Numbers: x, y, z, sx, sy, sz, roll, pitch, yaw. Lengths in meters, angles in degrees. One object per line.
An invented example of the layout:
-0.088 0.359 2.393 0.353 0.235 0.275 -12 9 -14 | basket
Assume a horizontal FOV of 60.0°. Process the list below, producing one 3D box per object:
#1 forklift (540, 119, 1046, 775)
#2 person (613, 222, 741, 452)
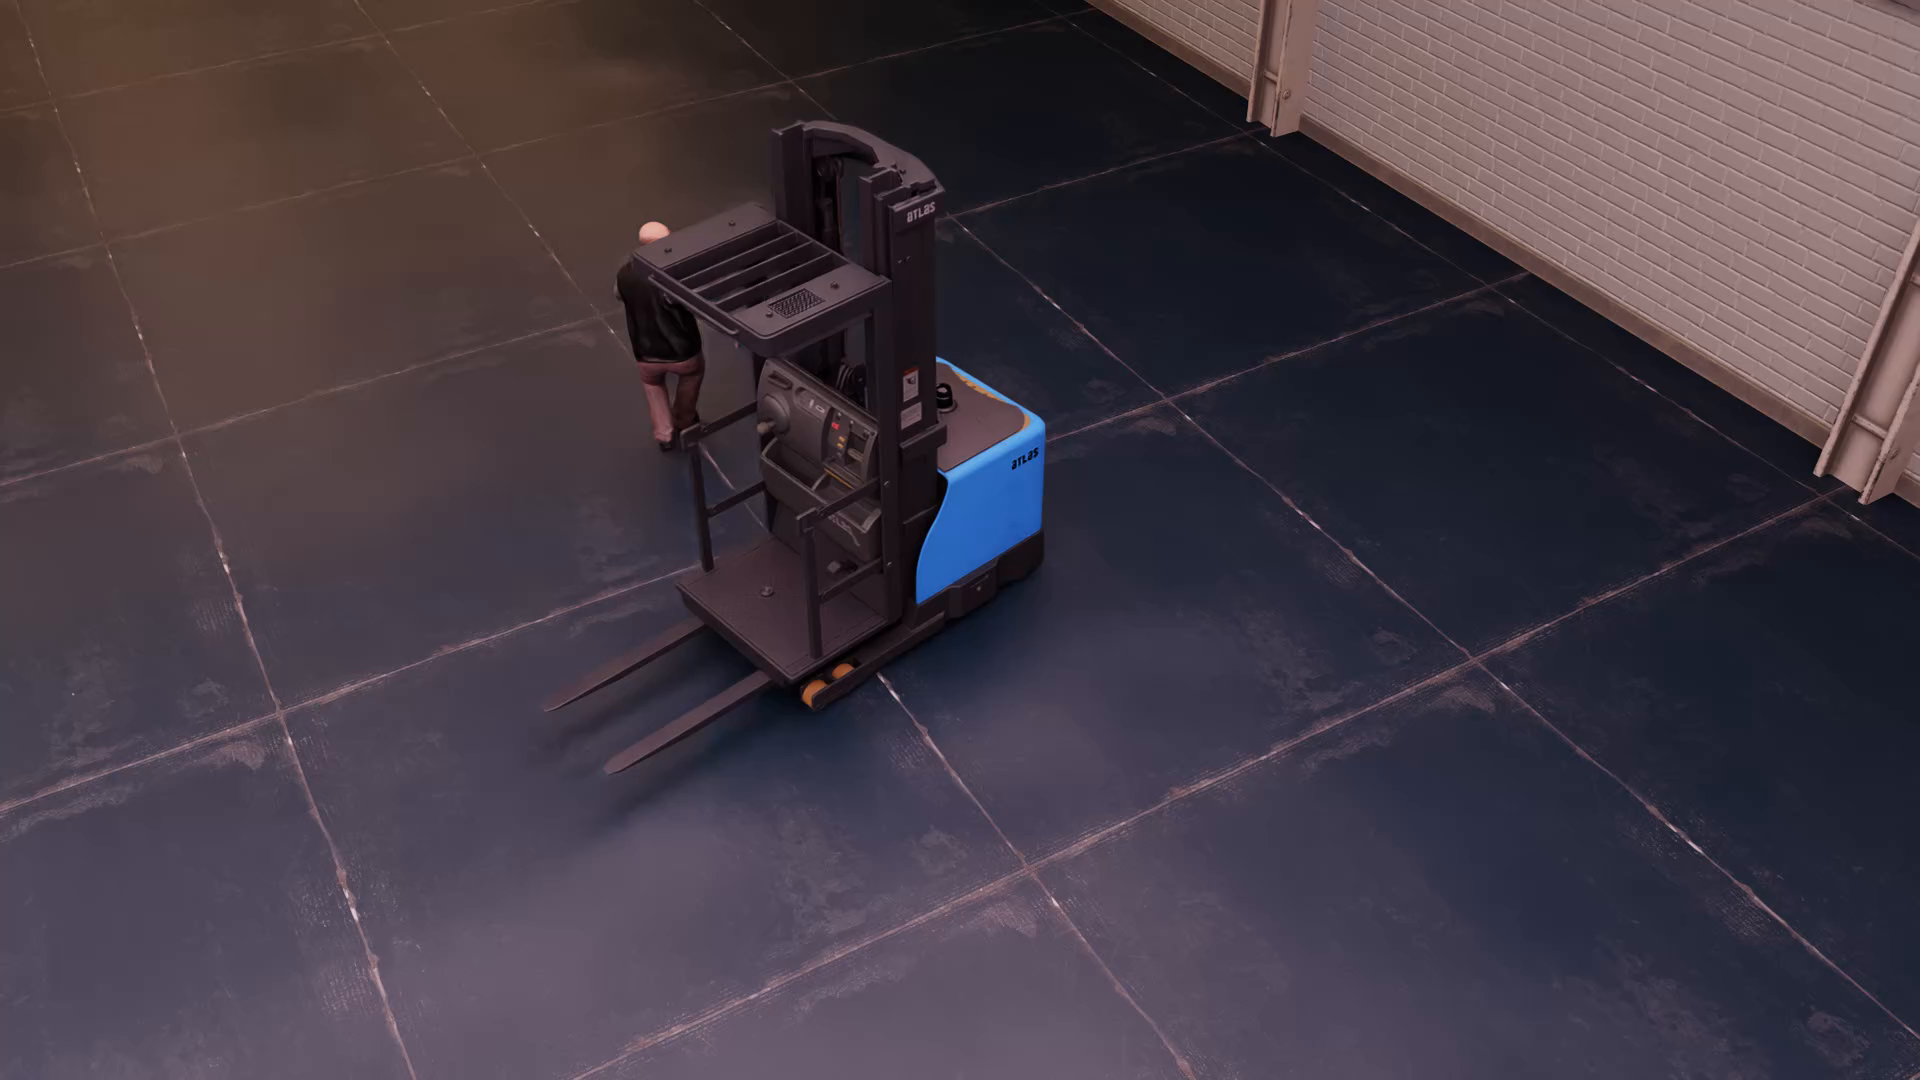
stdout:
-0.918 -0.567 8.719 3.031 2.935 1.130 -31 49 -32 | forklift
-1.804 -1.334 10.692 0.849 1.599 0.805 6 40 7 | person
